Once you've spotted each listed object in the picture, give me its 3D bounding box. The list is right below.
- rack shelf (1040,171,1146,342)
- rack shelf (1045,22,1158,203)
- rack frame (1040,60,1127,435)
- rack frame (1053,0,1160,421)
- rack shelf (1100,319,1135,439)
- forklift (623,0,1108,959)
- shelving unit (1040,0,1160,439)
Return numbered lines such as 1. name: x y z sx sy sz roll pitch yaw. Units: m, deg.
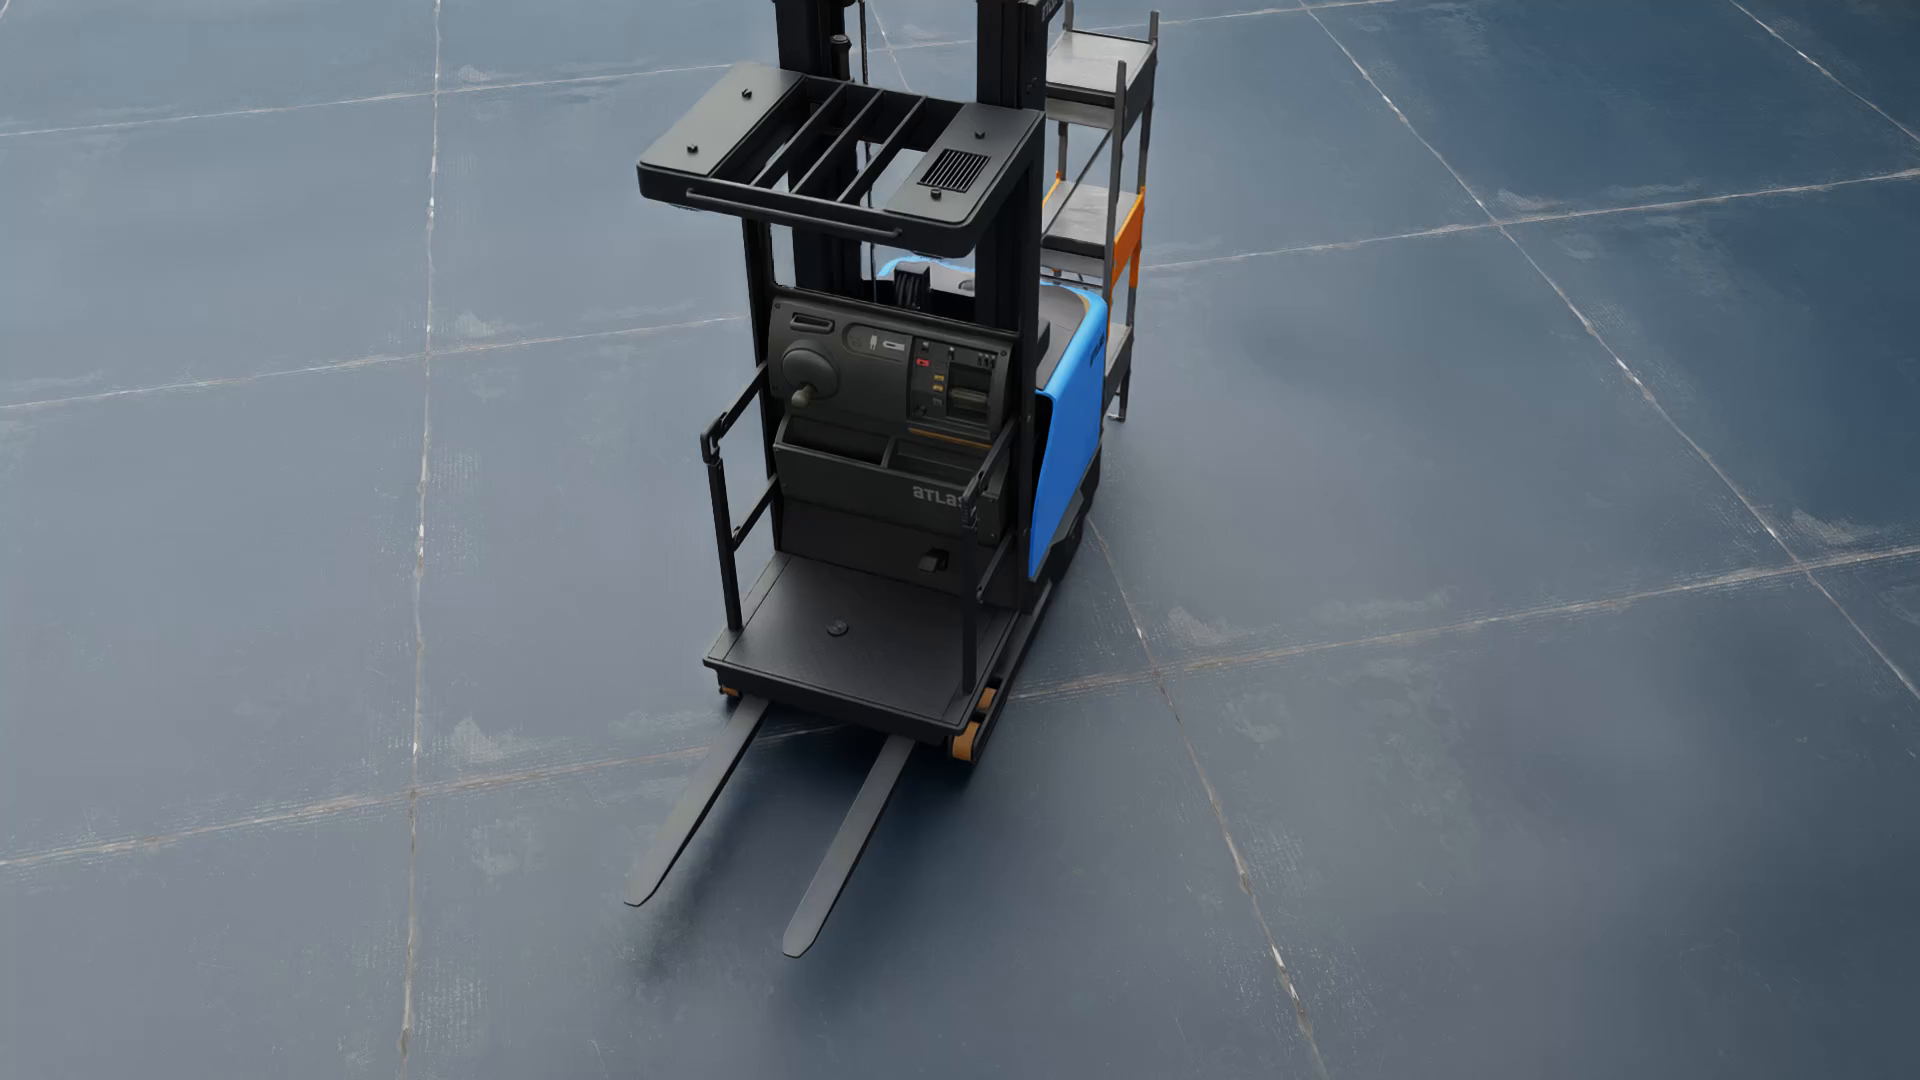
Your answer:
1. rack shelf: 0.543 -1.261 7.391 0.431 0.518 0.480 14 43 15
2. rack shelf: 0.543 -1.785 6.927 0.431 0.518 0.480 14 43 15
3. rack frame: 0.460 -1.119 7.211 0.400 2.100 0.015 14 43 15
4. rack frame: 0.627 -1.423 7.554 0.400 2.100 0.015 14 43 15
5. rack shelf: 0.543 -0.738 7.856 0.431 0.518 0.480 14 43 15
6. forklift: -0.338 -0.538 5.930 1.130 2.935 3.031 14 43 15
7. shelving unit: 0.543 -1.271 7.382 0.431 2.100 0.503 14 43 15
